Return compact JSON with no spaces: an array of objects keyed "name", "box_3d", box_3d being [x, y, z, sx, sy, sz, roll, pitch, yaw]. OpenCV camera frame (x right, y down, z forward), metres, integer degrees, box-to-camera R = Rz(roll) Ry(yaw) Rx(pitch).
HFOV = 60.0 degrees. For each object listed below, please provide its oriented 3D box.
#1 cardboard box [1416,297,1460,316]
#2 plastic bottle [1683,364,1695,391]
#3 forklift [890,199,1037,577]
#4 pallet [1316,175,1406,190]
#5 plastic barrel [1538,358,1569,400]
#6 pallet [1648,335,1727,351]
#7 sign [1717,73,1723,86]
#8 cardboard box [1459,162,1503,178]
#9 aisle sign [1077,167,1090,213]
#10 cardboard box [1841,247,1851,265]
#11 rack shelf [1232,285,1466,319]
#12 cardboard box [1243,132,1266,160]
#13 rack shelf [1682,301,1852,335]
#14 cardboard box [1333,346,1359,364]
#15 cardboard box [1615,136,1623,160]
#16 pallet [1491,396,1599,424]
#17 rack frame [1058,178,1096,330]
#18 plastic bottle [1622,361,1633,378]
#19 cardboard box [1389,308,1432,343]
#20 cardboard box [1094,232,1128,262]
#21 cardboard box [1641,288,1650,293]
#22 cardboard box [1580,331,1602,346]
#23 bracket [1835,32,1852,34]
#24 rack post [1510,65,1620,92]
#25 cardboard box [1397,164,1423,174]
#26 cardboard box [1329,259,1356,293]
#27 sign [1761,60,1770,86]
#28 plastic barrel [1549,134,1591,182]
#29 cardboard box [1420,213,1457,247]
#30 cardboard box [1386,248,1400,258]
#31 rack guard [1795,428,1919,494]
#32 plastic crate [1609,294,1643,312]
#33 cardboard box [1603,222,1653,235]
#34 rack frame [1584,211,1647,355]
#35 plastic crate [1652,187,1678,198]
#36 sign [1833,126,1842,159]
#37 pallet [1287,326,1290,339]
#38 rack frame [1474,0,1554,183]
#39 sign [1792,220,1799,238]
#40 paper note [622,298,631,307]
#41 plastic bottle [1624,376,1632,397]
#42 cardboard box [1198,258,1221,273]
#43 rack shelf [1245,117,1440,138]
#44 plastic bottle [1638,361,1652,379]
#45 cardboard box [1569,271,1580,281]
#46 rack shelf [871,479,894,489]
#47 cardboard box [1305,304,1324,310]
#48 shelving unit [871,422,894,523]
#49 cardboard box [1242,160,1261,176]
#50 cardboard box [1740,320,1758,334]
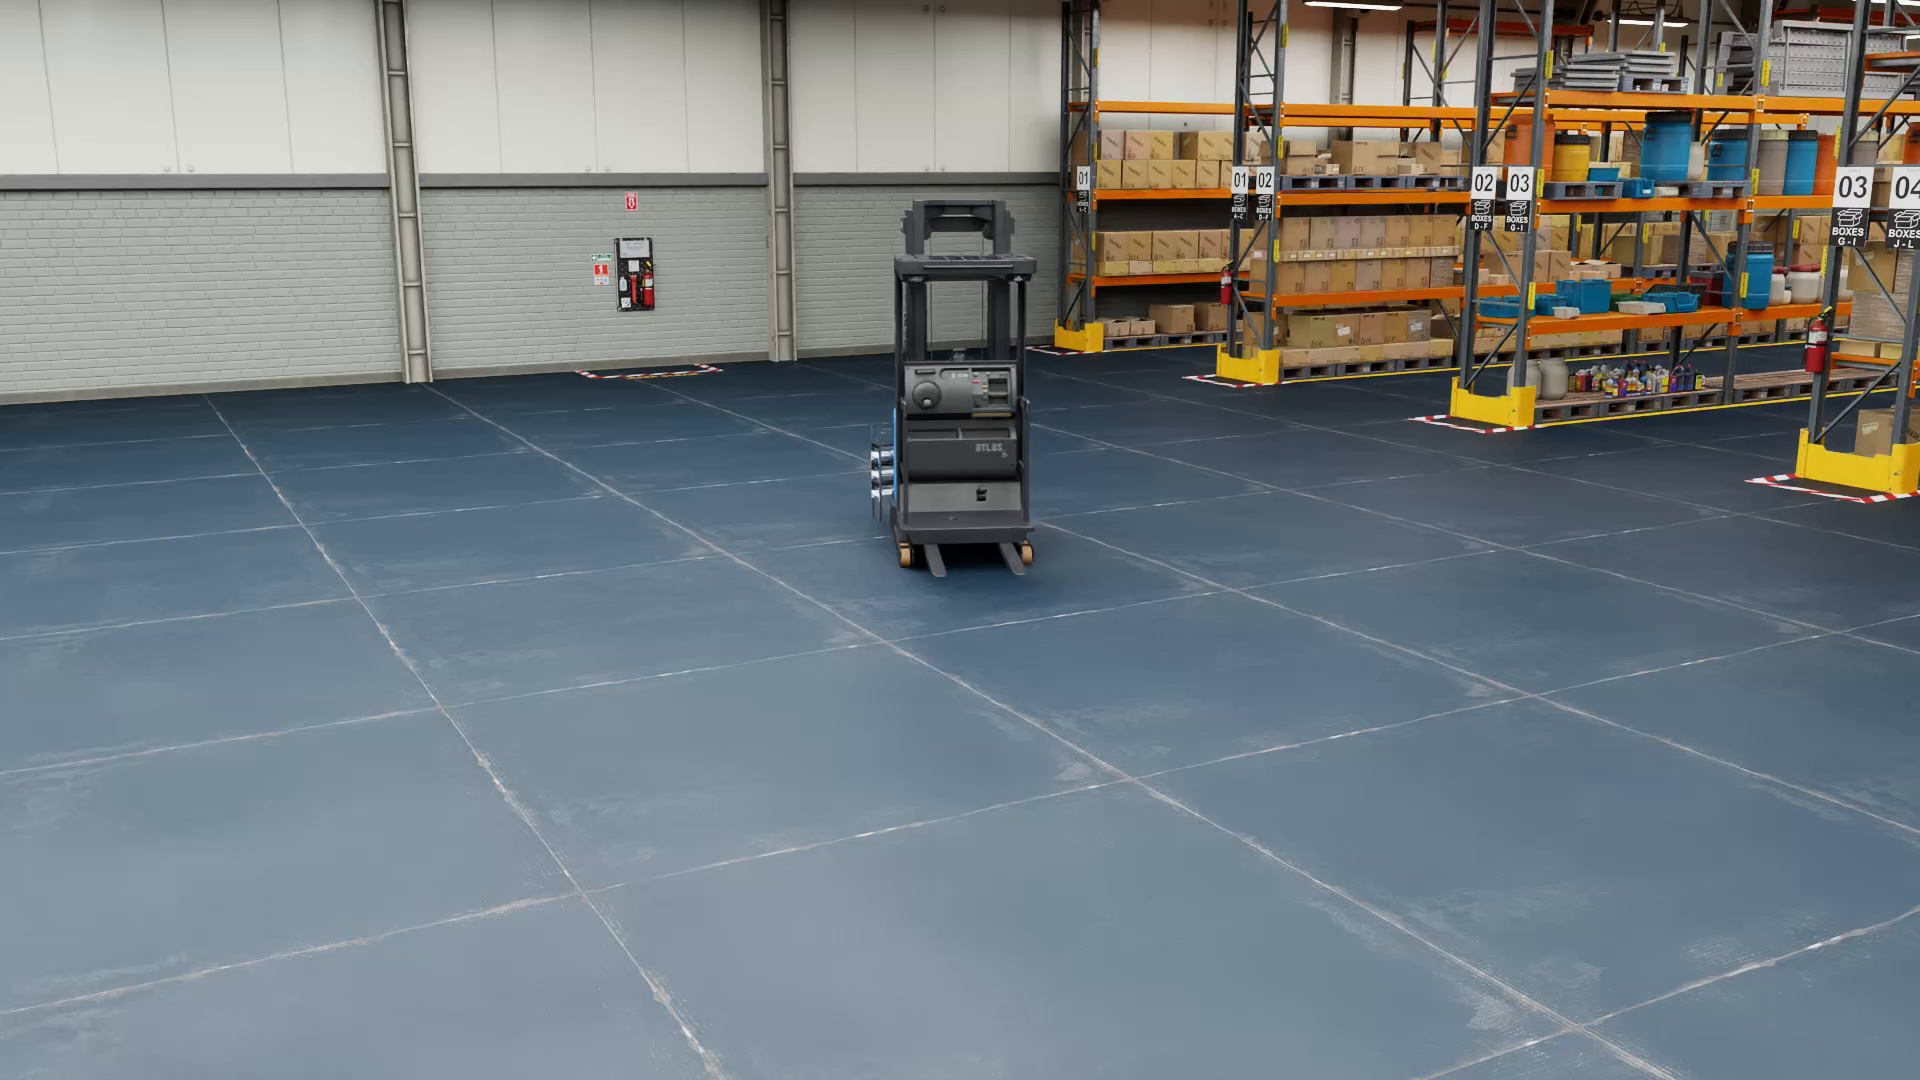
[{"name":"cardboard box","box_3d":[9.797,-4.952,33.721,0.750,0.750,0.750,-7,14,-29]},{"name":"plastic bottle","box_3d":[9.897,-2.213,22.641,0.185,0.351,0.144,-7,15,-29]},{"name":"forklift","box_3d":[0.027,-1.278,13.613,1.130,2.935,3.031,-1,13,-5]},{"name":"pallet","box_3d":[6.148,-5.567,25.883,1.213,0.211,1.003,-7,14,-28]},{"name":"plastic barrel","box_3d":[7.794,-2.121,21.911,0.421,0.512,0.421,0,13,0]},{"name":"pallet","box_3d":[13.208,-3.628,30.248,1.213,0.211,1.003,-7,14,-28]},{"name":"sign","box_3d":[16.358,-9.900,35.798,0.005,0.325,0.100,-7,14,-28]},{"name":"cardboard box","box_3d":[8.500,-6.027,27.110,0.500,0.250,0.500,-5,14,-22]},{"name":"aisle sign","box_3d":[2.147,-6.105,28.984,0.004,0.787,0.394,-7,14,-28]},{"name":"cardboard box","box_3d":[16.442,-5.367,31.397,0.500,0.500,0.500,-7,14,-28]},{"name":"rack shelf","box_3d":[6.199,-3.807,26.334,4.000,0.370,1.077,-7,14,-28]},{"name":"cardboard box","box_3d":[5.268,-7.228,30.511,0.500,0.500,0.500,-8,15,-33]},{"name":"rack shelf","box_3d":[12.080,-3.273,23.960,4.000,0.370,1.077,-7,14,-28]},{"name":"cardboard box","box_3d":[5.897,-2.931,26.106,0.500,0.250,0.500,-7,14,-28]},{"name":"cardboard box","box_3d":[13.808,-8.251,35.056,0.500,0.500,0.500,-7,15,-29]},{"name":"pallet","box_3d":[7.573,-1.734,21.833,1.213,0.211,1.003,-7,14,-28]},{"name":"rack frame","box_3d":[2.066,-4.902,29.560,0.127,3.000,1.000,-7,14,-28]},{"name":"plastic bottle","box_3d":[9.251,-2.311,23.078,0.185,0.351,0.144,-8,15,-30]},{"name":"cardboard box","box_3d":[7.207,-3.457,26.735,0.500,0.500,0.500,-7,14,-28]},{"name":"cardboard box","box_3d":[2.630,-5.197,29.458,0.500,0.500,0.500,-7,14,-28]},{"name":"cardboard box","box_3d":[14.663,-5.372,36.385,0.500,0.500,0.700,-7,15,-30]},{"name":"cardboard box","box_3d":[10.670,-3.496,28.616,0.500,0.250,0.500,-7,14,-29]},{"name":"bracket","box_3d":[20.680,-11.944,38.986,0.430,0.232,0.235,-7,14,-28]},{"name":"rack post","box_3d":[7.538,-5.731,20.717,0.954,0.300,0.937,-5,14,-22]},{"name":"cardboard box","box_3d":[7.026,-5.803,26.028,0.250,0.149,0.380,-7,14,-28]},{"name":"cardboard box","box_3d":[5.756,-4.151,25.993,0.500,0.500,0.700,-7,14,-27]},{"name":"sign","box_3d":[10.578,-6.131,21.834,0.005,0.325,0.100,-7,14,-28]},{"name":"plastic barrel","box_3d":[7.753,-4.897,21.322,0.600,0.588,0.600,0,13,0]},{"name":"cardboard box","box_3d":[7.568,-5.003,26.823,0.500,0.500,0.700,-7,14,-28]},{"name":"cardboard box","box_3d":[6.703,-4.531,26.204,0.250,0.149,0.380,-6,14,-26]},{"name":"rack guard","box_3d":[9.253,-0.827,17.145,0.348,0.500,1.175,-7,14,-28]},{"name":"plastic crate","box_3d":[8.998,-3.222,22.577,0.662,0.188,0.450,-7,14,-28]},{"name":"cardboard box","box_3d":[14.361,-6.519,36.061,0.700,0.700,0.980,-8,15,-31]},{"name":"rack frame","box_3d":[11.465,-4.790,29.059,0.127,3.000,1.000,-7,14,-28]},{"name":"plastic crate","box_3d":[9.109,-4.502,21.549,0.396,0.136,0.243,-7,14,-28]},{"name":"sign","box_3d":[8.938,-4.043,16.893,0.005,0.325,0.100,-7,14,-28]},{"name":"pallet","box_3d":[6.260,-4.045,32.101,1.213,0.211,1.003,-7,14,-28]},{"name":"rack frame","box_3d":[6.813,-5.920,20.418,0.127,3.000,1.000,-7,14,-28]},{"name":"sign","box_3d":[15.245,-5.669,30.328,0.005,0.325,0.100,-7,14,-28]},{"name":"paper note","box_3d":[-5.376,-3.824,26.774,0.142,0.148,0.016,-7,14,-28]},{"name":"plastic bottle","box_3d":[8.855,-2.043,22.068,0.097,0.271,0.097,0,13,0]},{"name":"cardboard box","box_3d":[4.432,-5.045,30.489,0.500,0.250,0.500,-7,14,-28]},{"name":"rack shelf","box_3d":[7.333,-7.914,31.829,4.000,0.370,1.077,-7,14,-28]},{"name":"plastic bottle","box_3d":[9.486,-2.303,23.043,0.185,0.351,0.144,-7,14,-28]},{"name":"cardboard box","box_3d":[10.373,-4.522,28.443,0.250,0.149,0.380,-6,14,-24]},{"name":"rack shelf","box_3d":[-0.667,-0.505,15.366,0.258,0.077,0.200,-5,14,-22]},{"name":"cardboard box","box_3d":[6.645,-4.463,32.299,0.500,0.500,0.700,-7,15,-29]},{"name":"shelving unit","box_3d":[-0.667,-0.626,15.339,0.258,0.900,0.210,-5,14,-22]},{"name":"cardboard box","box_3d":[5.250,-6.744,30.638,0.500,0.500,0.500,-6,14,-26]},{"name":"cardboard box","box_3d":[14.242,-4.048,30.455,0.500,0.500,0.500,-7,14,-28]}]
